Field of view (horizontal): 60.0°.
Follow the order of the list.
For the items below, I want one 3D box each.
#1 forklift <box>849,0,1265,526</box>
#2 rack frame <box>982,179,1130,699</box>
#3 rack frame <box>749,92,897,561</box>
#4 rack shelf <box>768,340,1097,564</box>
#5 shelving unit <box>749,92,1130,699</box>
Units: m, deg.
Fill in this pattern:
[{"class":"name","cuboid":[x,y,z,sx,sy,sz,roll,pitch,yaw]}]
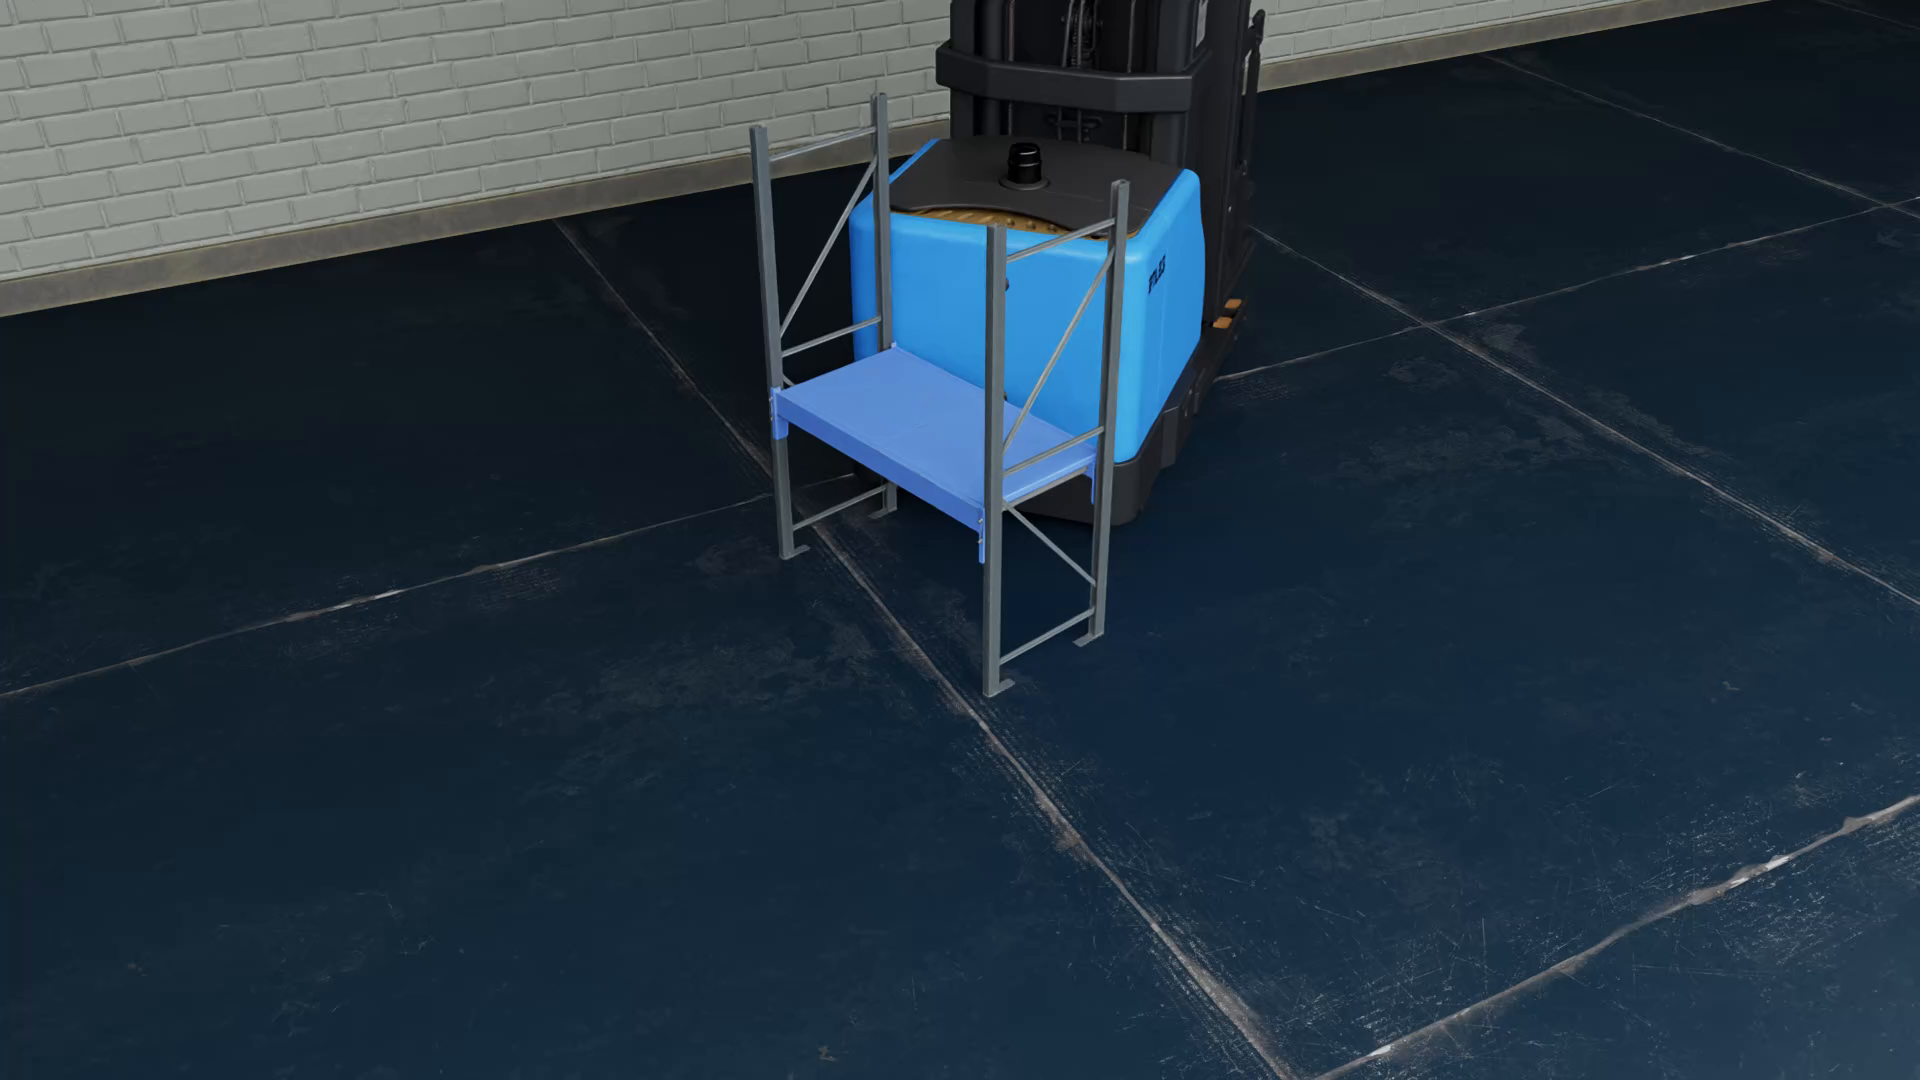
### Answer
[{"class":"forklift","cuboid":[0.594,-2.068,6.260,1.130,2.935,3.031,11,34,17]},{"class":"rack frame","cuboid":[0.262,-0.248,4.747,0.500,1.500,0.032,-26,41,-34]},{"class":"rack frame","cuboid":[-0.419,-0.655,5.382,0.500,1.500,0.032,-26,41,-34]},{"class":"rack shelf","cuboid":[-0.079,-0.300,5.162,0.538,0.185,1.000,-26,41,-34]},{"class":"shelving unit","cuboid":[-0.079,-0.452,5.065,0.538,1.500,1.048,-26,41,-34]}]
